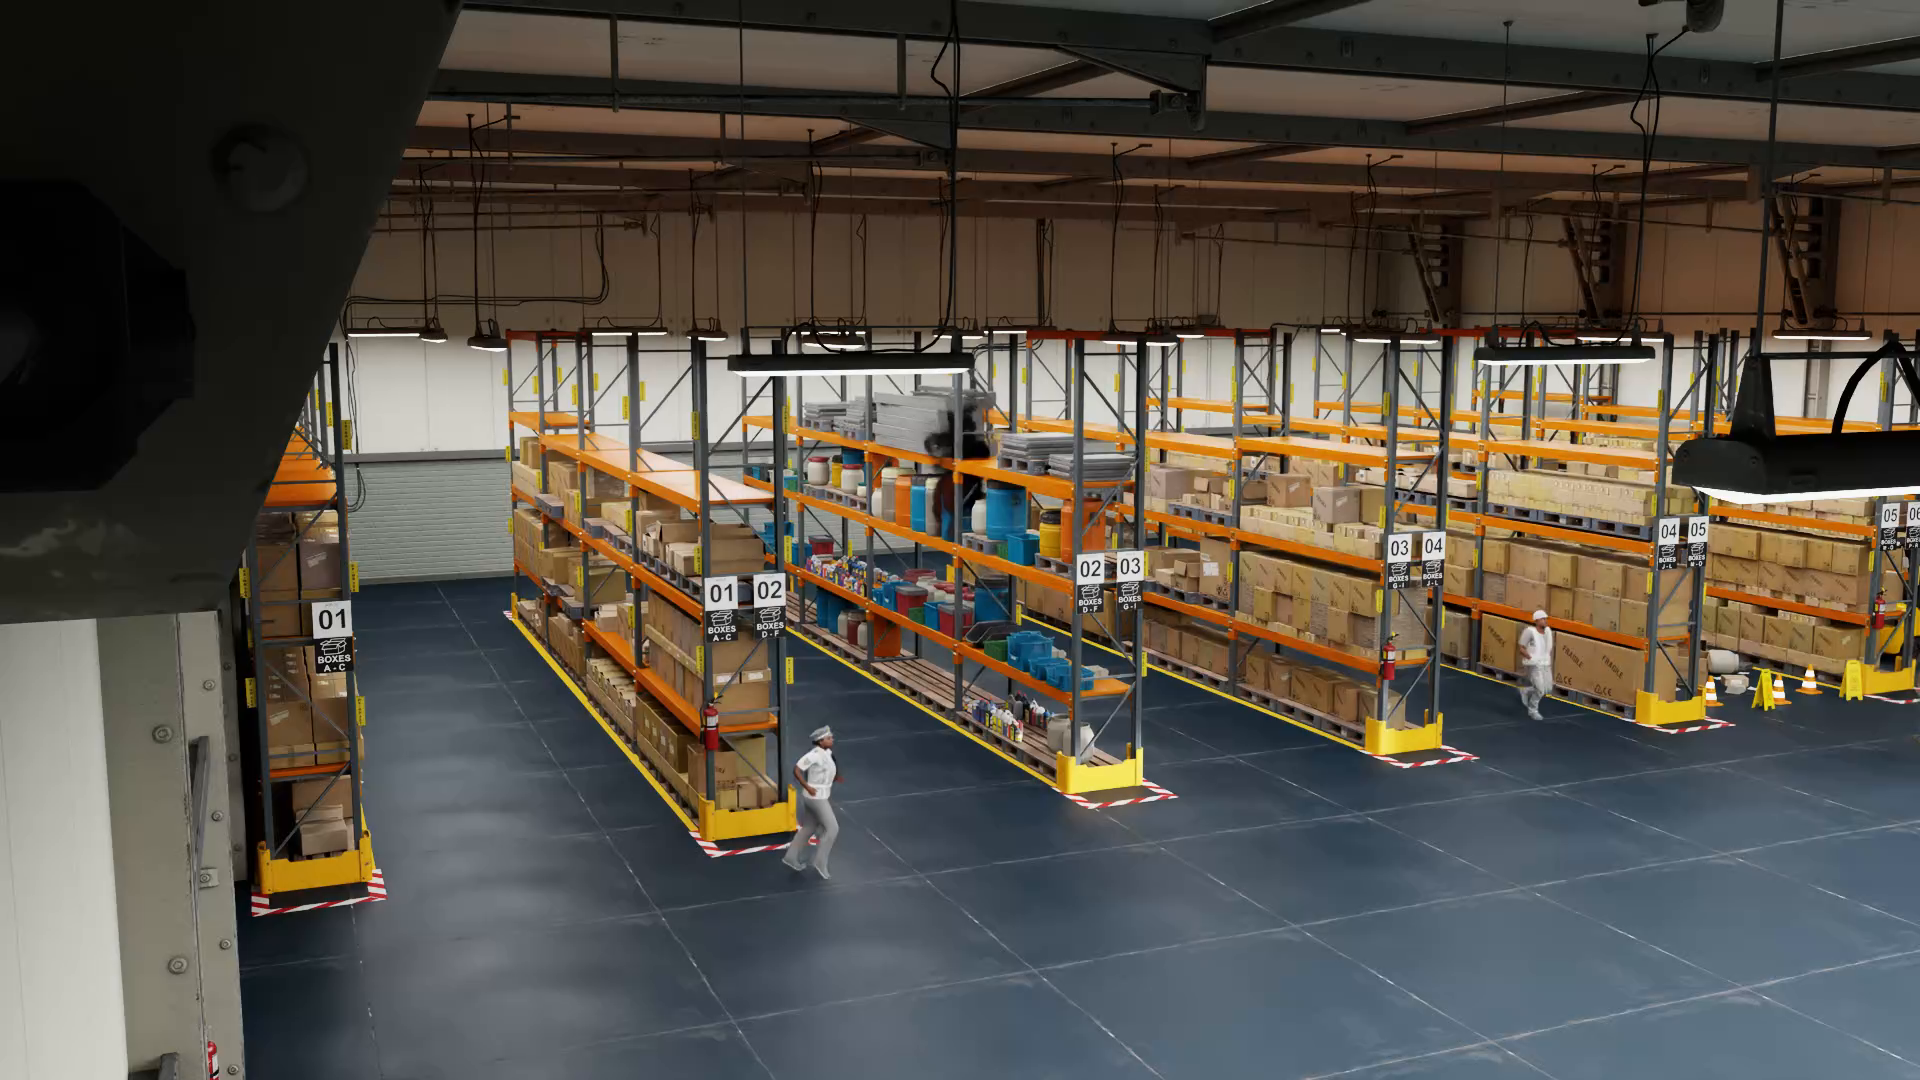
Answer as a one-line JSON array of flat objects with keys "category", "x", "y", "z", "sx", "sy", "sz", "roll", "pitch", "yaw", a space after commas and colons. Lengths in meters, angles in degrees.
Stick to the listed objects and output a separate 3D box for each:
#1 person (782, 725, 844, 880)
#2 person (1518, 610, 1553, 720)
[{"category": "person", "x": -1.656, "y": 2.953, "z": 18.889, "sx": 0.707, "sy": 1.748, "sz": 0.563, "roll": 1, "pitch": 8, "yaw": 7}, {"category": "person", "x": 9.023, "y": 1.942, "z": 26.115, "sx": 0.686, "sy": 1.728, "sz": 0.620, "roll": -4, "pitch": 9, "yaw": -30}]
